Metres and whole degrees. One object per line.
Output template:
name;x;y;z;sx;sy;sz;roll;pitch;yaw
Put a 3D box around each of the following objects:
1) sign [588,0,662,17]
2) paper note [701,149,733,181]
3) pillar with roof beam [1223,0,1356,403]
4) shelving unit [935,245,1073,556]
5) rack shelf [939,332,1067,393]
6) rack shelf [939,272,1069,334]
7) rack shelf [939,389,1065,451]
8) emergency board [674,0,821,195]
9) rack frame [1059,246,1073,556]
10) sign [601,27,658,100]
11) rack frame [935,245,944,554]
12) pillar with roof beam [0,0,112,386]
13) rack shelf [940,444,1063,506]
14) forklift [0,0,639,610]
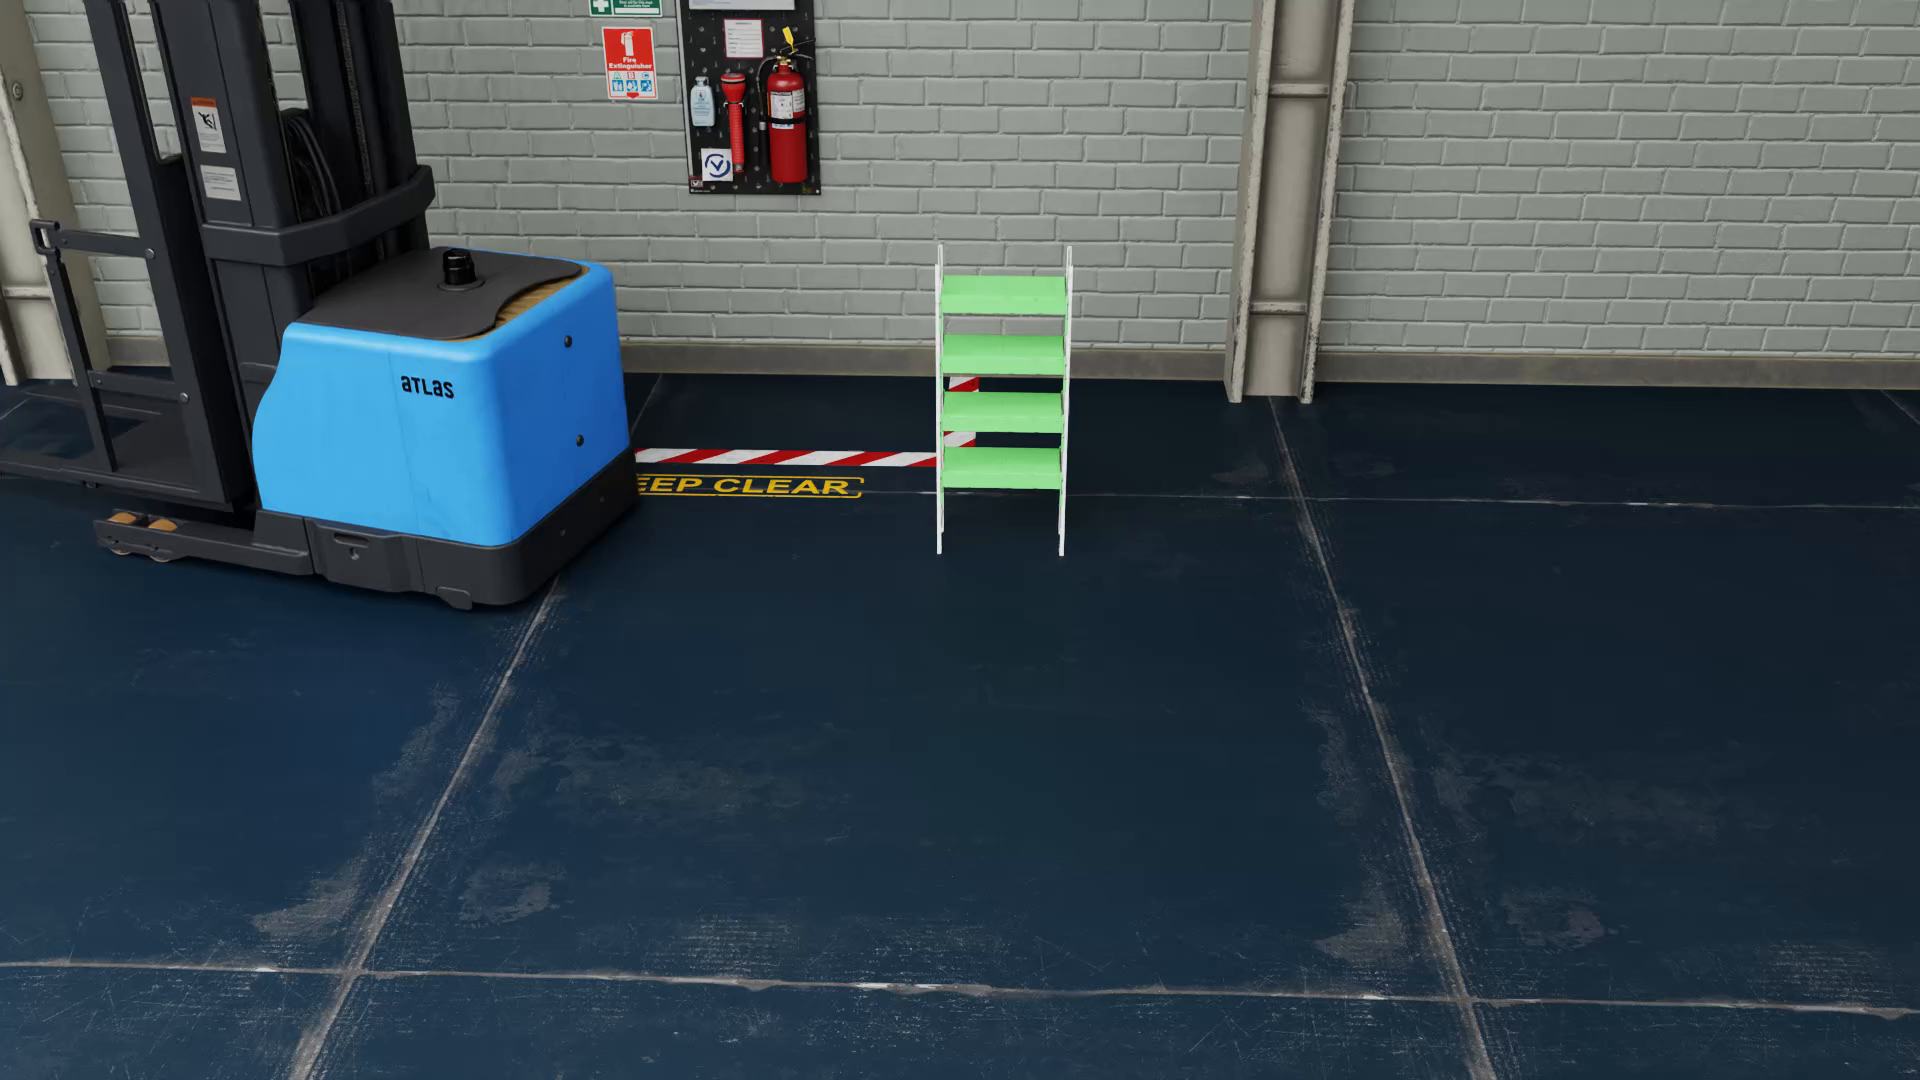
sign;-1.512;-2.419;7.507;0.331;0.109;0.001;1;28;2
paper note;-1.142;-1.762;7.812;0.142;0.148;0.016;1;28;2
pillar with roof beam;1.349;-2.693;2.222;0.400;9.000;9.100;1;28;2
shelving unit;0.165;-0.527;6.464;0.503;1.200;0.258;1;28;2
rack shelf;0.165;-0.683;6.381;0.480;0.148;0.258;1;28;2
rack shelf;0.165;-0.895;6.269;0.480;0.148;0.258;1;28;2
rack shelf;0.165;-0.471;6.494;0.480;0.148;0.258;1;28;2
emergency board;-0.967;-2.116;7.539;0.643;1.169;0.194;1;28;2
rack frame;0.409;-0.523;6.456;0.015;1.200;0.240;1;28;2
sign;-1.516;-2.189;7.639;0.234;0.329;0.001;1;28;2
rack frame;-0.078;-0.531;6.471;0.015;1.200;0.240;1;28;2
pillar with roof beam;-4.647;-2.792;2.409;0.400;9.000;9.100;1;28;2
rack shelf;0.165;-0.259;6.606;0.480;0.148;0.258;1;28;2
forklift;-2.915;-1.430;6.319;3.031;2.935;1.130;9;29;16
